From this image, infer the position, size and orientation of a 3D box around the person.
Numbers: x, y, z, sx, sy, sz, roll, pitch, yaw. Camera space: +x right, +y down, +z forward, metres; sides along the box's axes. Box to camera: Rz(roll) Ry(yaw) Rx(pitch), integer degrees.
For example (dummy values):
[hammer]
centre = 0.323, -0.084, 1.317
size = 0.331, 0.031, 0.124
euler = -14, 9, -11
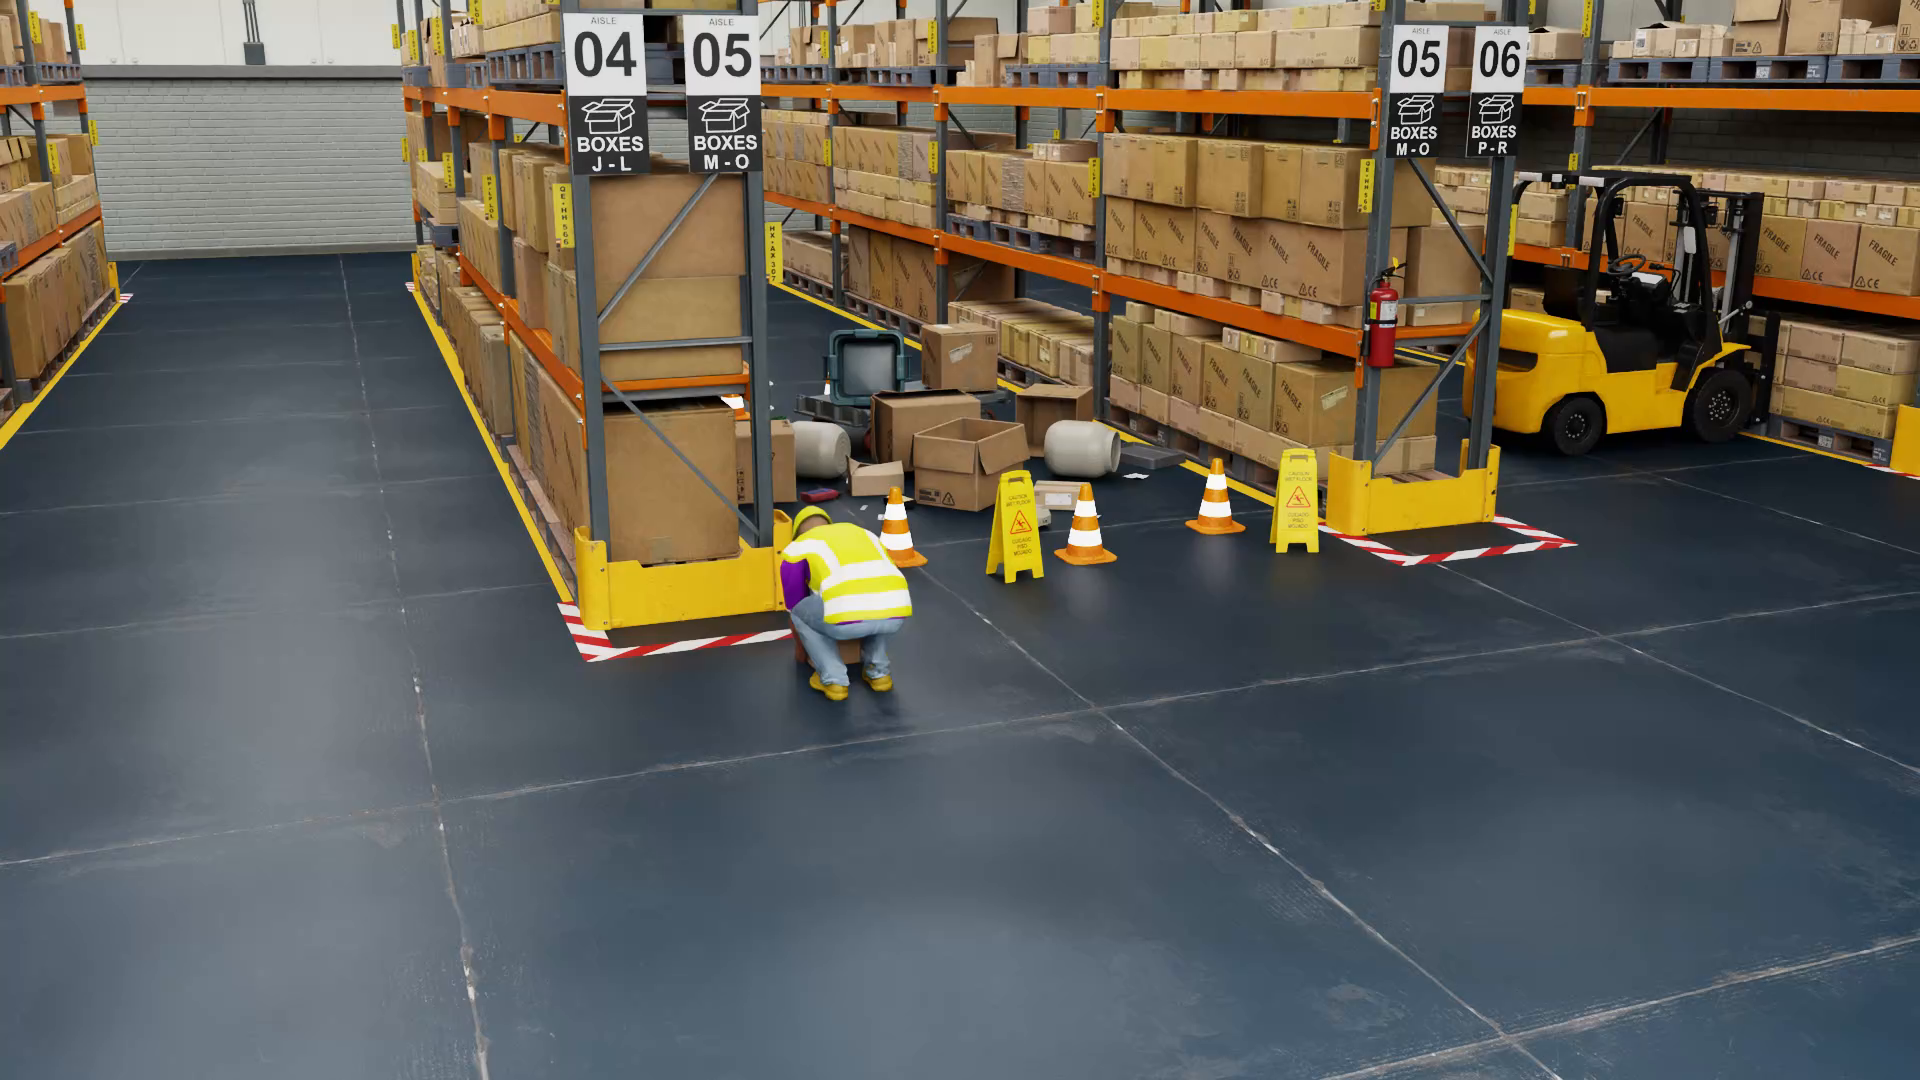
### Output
[person]
centre = -0.522, -0.124, 7.926
size = 0.566, 1.768, 0.496
euler = -6, 17, -21
